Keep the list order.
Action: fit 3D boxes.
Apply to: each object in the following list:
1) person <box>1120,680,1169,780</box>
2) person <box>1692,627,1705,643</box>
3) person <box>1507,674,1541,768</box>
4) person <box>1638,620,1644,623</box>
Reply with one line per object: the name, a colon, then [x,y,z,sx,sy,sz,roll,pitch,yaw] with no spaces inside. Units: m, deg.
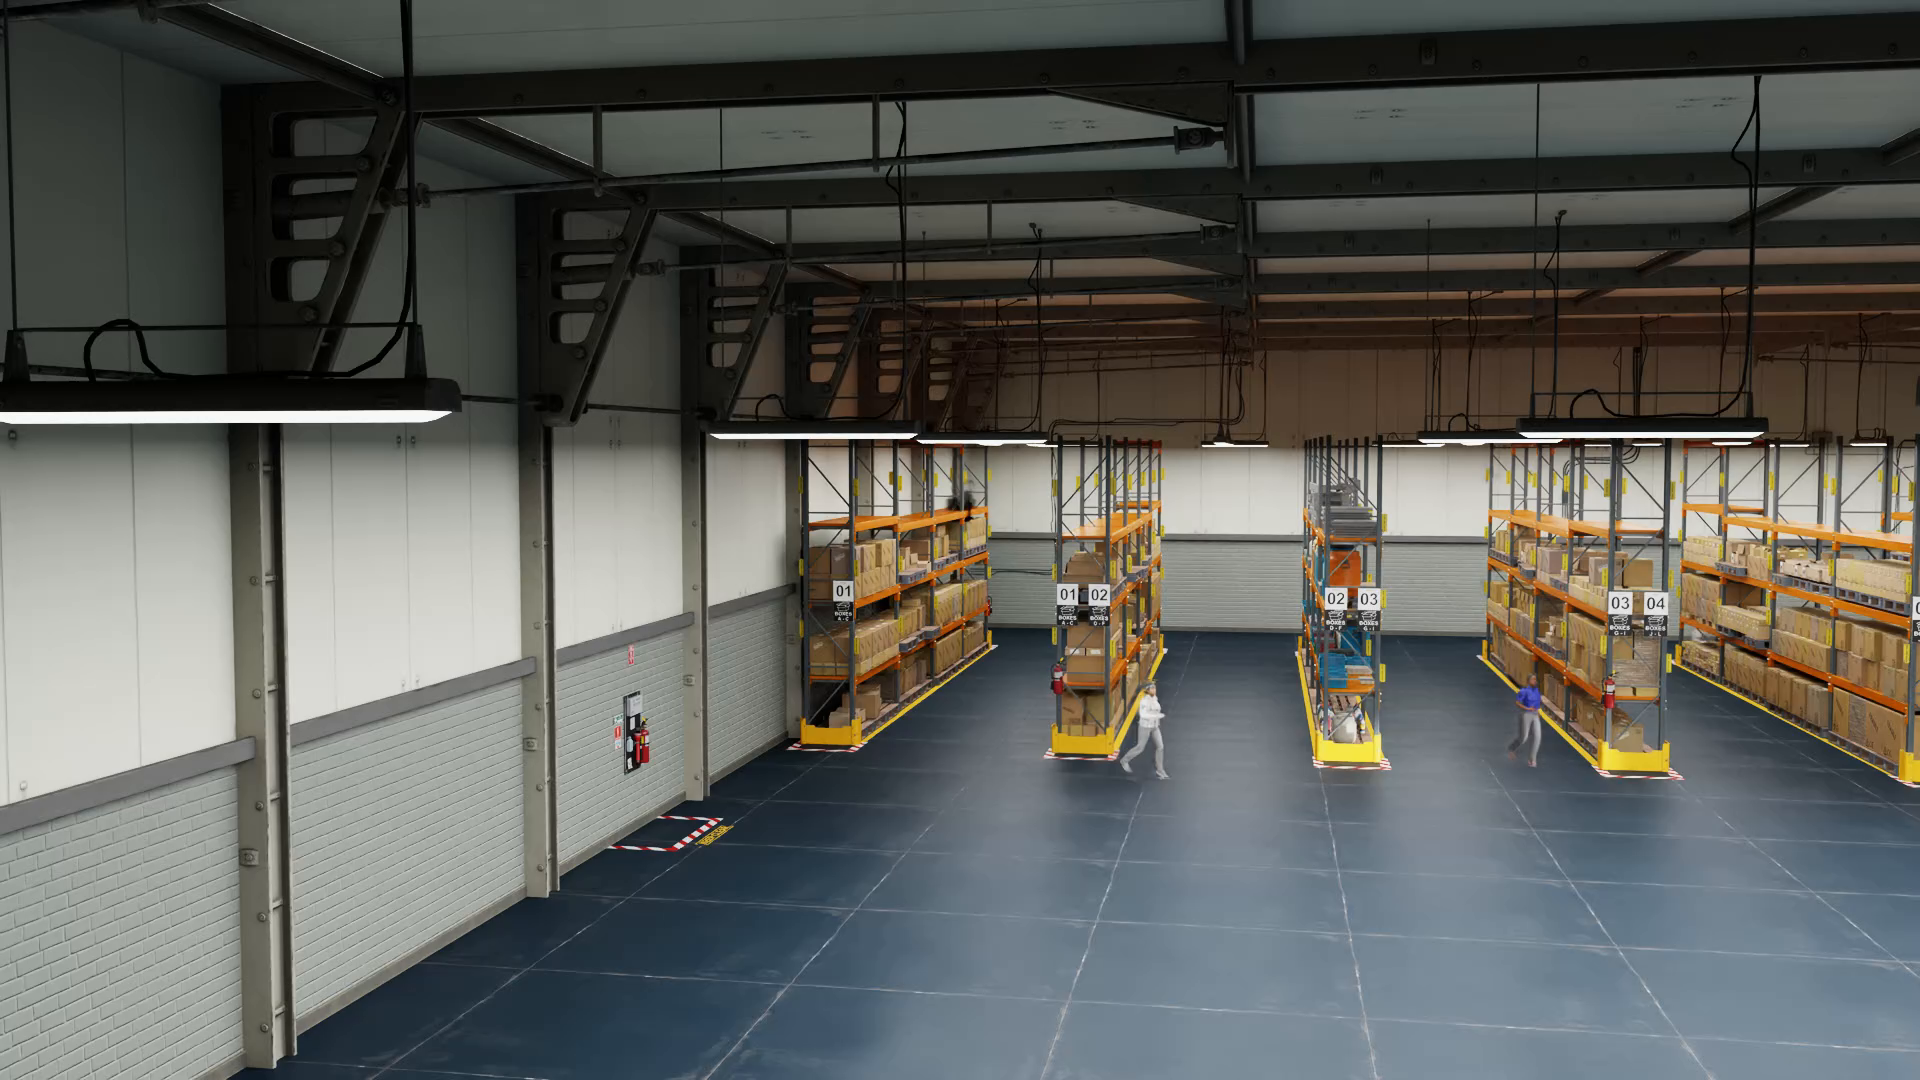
person: [3.263,3.302,29.107,0.917,1.733,0.621,3,4,43]
person: [20.246,2.384,45.538,0.596,1.740,0.648,0,3,-6]
person: [10.342,3.285,30.328,0.607,1.702,0.747,-1,3,-22]
person: [17.654,2.539,42.558,0.677,1.726,0.783,1,3,18]
